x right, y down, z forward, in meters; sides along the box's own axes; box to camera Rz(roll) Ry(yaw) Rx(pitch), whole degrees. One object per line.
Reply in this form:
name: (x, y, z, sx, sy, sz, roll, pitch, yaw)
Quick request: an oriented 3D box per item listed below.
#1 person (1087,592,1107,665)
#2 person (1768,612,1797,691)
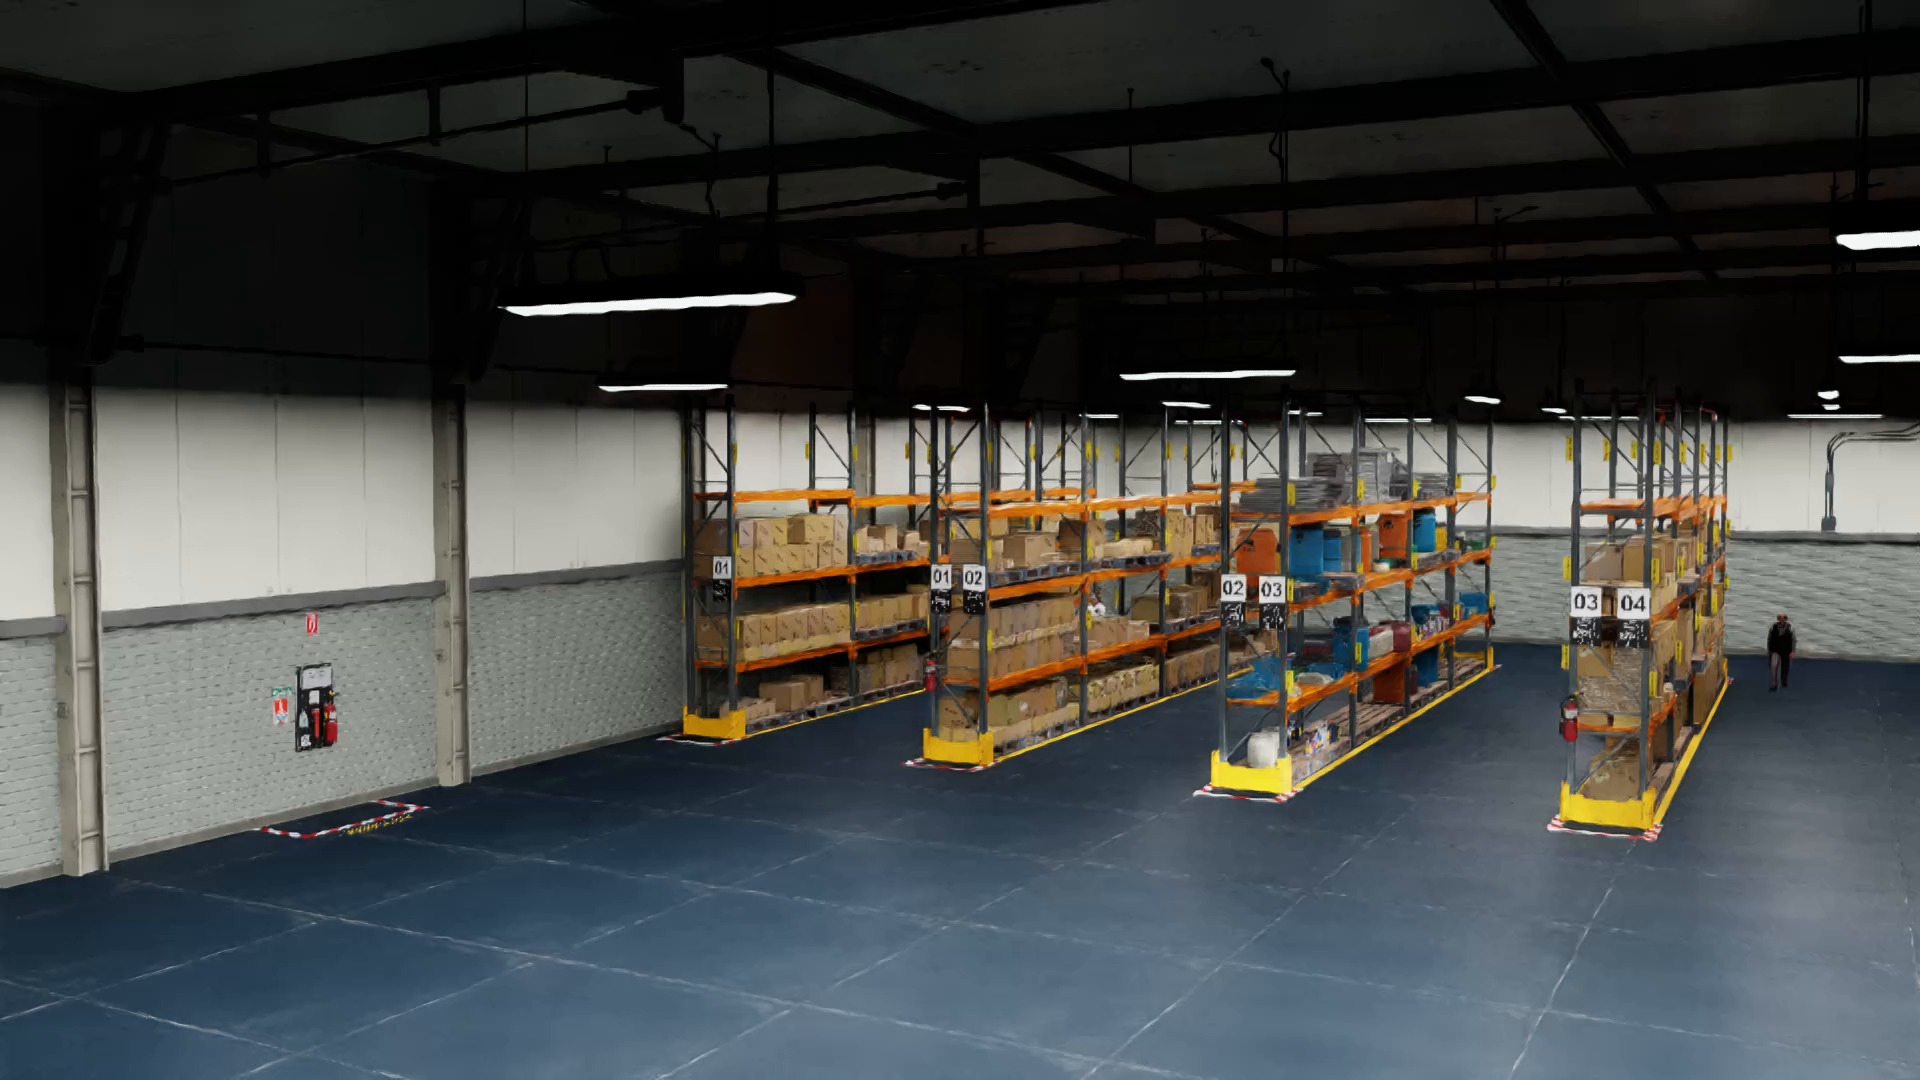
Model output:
person: (3.209, 2.080, 39.176, 0.556, 1.712, 1.040, 2, 3, 27)
person: (17.275, 2.329, 34.948, 0.543, 1.649, 1.119, 1, 3, 26)
